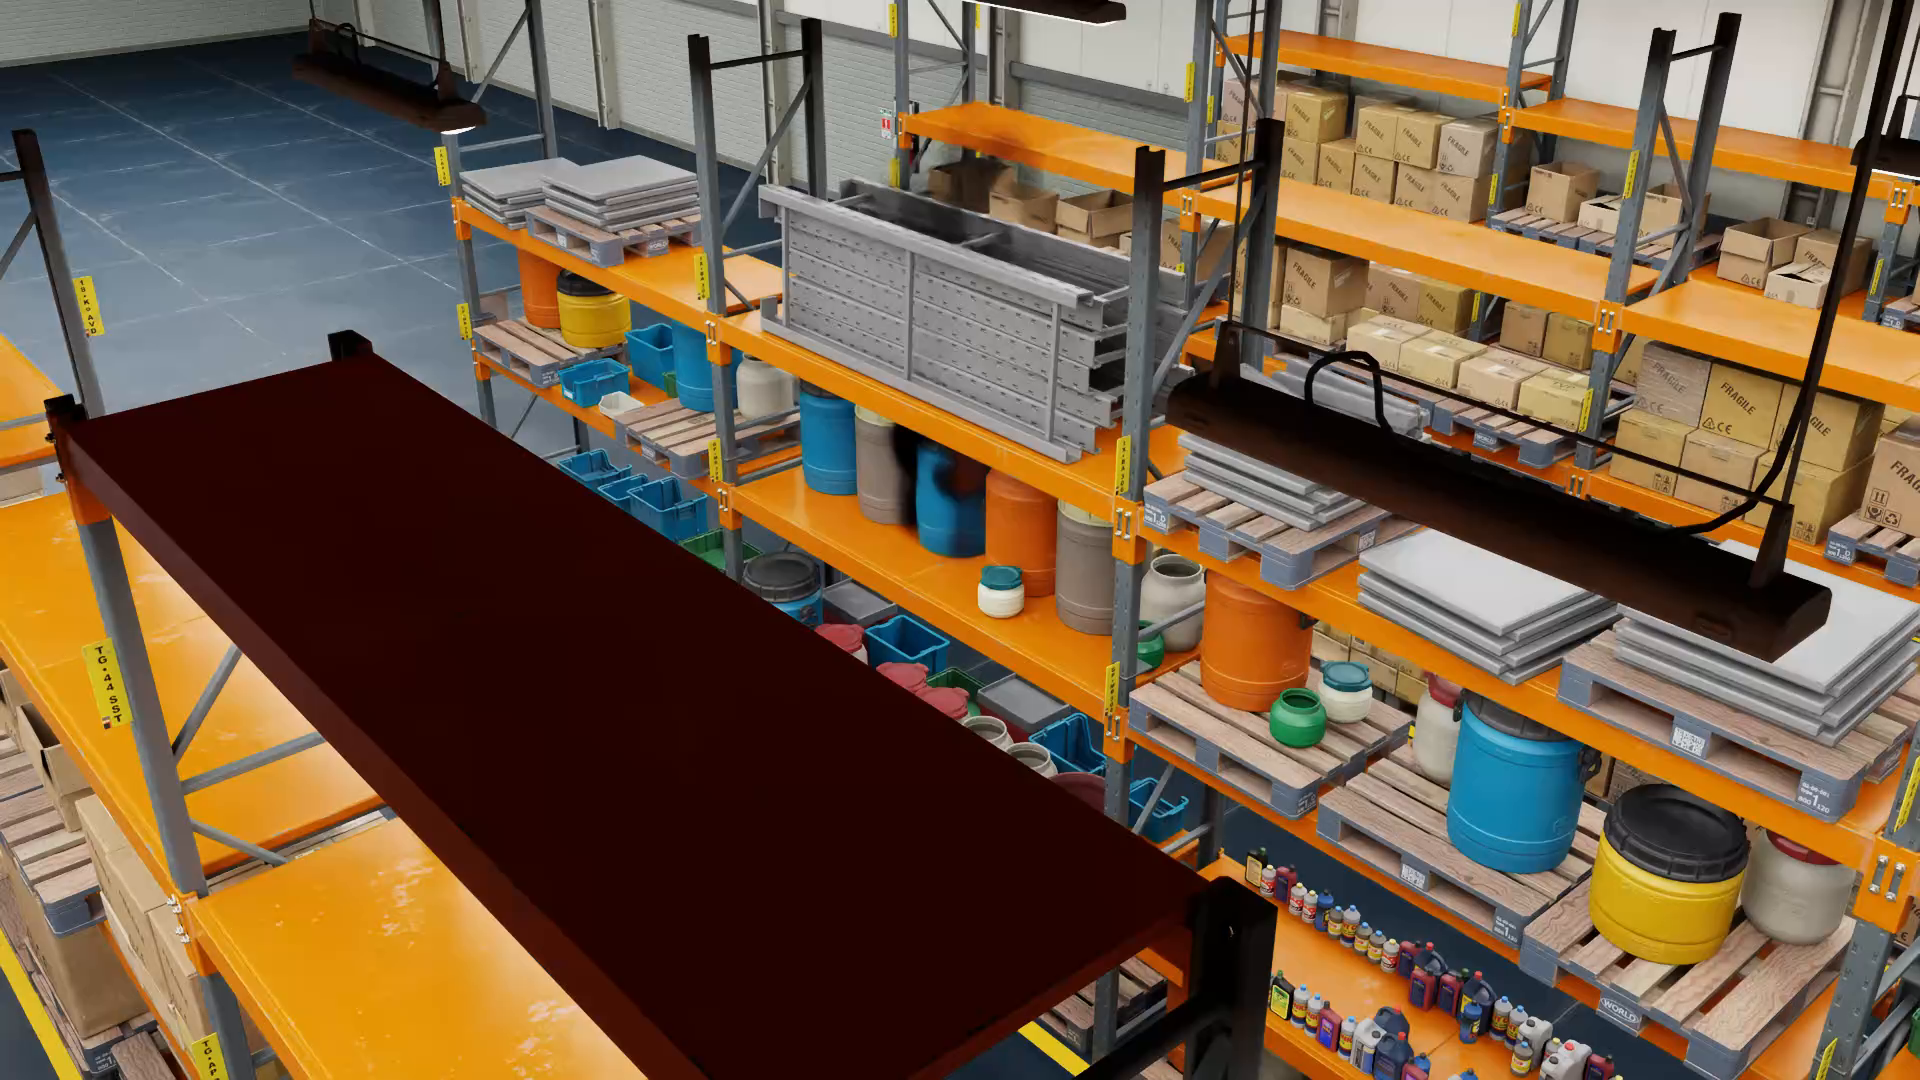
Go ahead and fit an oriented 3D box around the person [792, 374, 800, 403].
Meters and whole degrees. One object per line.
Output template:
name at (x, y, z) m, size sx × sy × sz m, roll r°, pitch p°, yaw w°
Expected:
person at (-1.953, -2.000, 19.785) m, size 0.951 × 1.623 × 0.580 m, roll -11°, pitch 29°, yaw -20°
